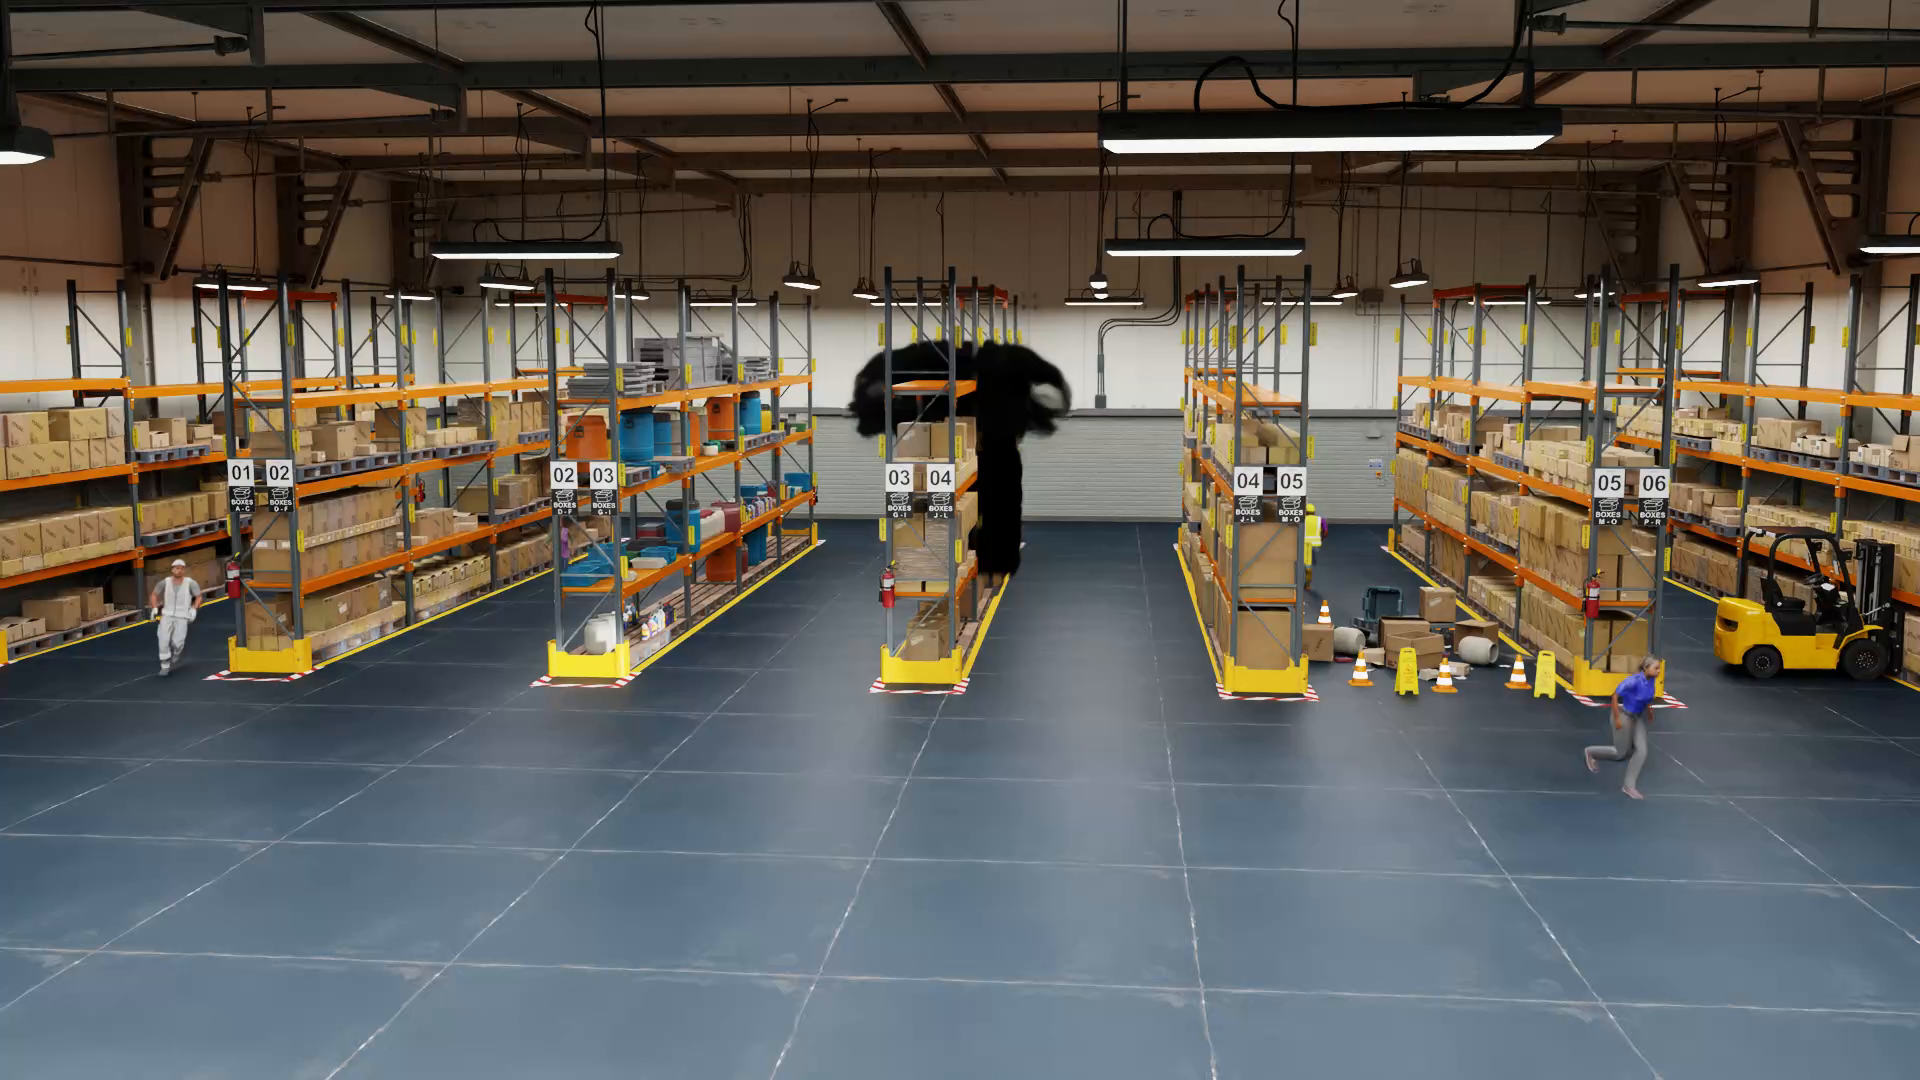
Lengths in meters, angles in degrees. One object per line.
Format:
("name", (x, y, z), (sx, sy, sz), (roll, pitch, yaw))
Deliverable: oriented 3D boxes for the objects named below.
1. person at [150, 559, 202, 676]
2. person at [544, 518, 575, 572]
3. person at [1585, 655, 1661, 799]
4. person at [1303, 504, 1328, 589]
("person", (-11.729, 1.142, 24.901), (0.702, 1.729, 0.573), (-2, 7, -15))
("person", (-7.665, 0.350, 31.868), (0.564, 1.592, 0.921), (-1, 7, -12))
("person", (7.330, 2.020, 18.385), (0.575, 1.609, 0.844), (-5, 9, -38))
("person", (6.980, 0.143, 33.158), (0.686, 1.703, 0.753), (1, 7, 7))
